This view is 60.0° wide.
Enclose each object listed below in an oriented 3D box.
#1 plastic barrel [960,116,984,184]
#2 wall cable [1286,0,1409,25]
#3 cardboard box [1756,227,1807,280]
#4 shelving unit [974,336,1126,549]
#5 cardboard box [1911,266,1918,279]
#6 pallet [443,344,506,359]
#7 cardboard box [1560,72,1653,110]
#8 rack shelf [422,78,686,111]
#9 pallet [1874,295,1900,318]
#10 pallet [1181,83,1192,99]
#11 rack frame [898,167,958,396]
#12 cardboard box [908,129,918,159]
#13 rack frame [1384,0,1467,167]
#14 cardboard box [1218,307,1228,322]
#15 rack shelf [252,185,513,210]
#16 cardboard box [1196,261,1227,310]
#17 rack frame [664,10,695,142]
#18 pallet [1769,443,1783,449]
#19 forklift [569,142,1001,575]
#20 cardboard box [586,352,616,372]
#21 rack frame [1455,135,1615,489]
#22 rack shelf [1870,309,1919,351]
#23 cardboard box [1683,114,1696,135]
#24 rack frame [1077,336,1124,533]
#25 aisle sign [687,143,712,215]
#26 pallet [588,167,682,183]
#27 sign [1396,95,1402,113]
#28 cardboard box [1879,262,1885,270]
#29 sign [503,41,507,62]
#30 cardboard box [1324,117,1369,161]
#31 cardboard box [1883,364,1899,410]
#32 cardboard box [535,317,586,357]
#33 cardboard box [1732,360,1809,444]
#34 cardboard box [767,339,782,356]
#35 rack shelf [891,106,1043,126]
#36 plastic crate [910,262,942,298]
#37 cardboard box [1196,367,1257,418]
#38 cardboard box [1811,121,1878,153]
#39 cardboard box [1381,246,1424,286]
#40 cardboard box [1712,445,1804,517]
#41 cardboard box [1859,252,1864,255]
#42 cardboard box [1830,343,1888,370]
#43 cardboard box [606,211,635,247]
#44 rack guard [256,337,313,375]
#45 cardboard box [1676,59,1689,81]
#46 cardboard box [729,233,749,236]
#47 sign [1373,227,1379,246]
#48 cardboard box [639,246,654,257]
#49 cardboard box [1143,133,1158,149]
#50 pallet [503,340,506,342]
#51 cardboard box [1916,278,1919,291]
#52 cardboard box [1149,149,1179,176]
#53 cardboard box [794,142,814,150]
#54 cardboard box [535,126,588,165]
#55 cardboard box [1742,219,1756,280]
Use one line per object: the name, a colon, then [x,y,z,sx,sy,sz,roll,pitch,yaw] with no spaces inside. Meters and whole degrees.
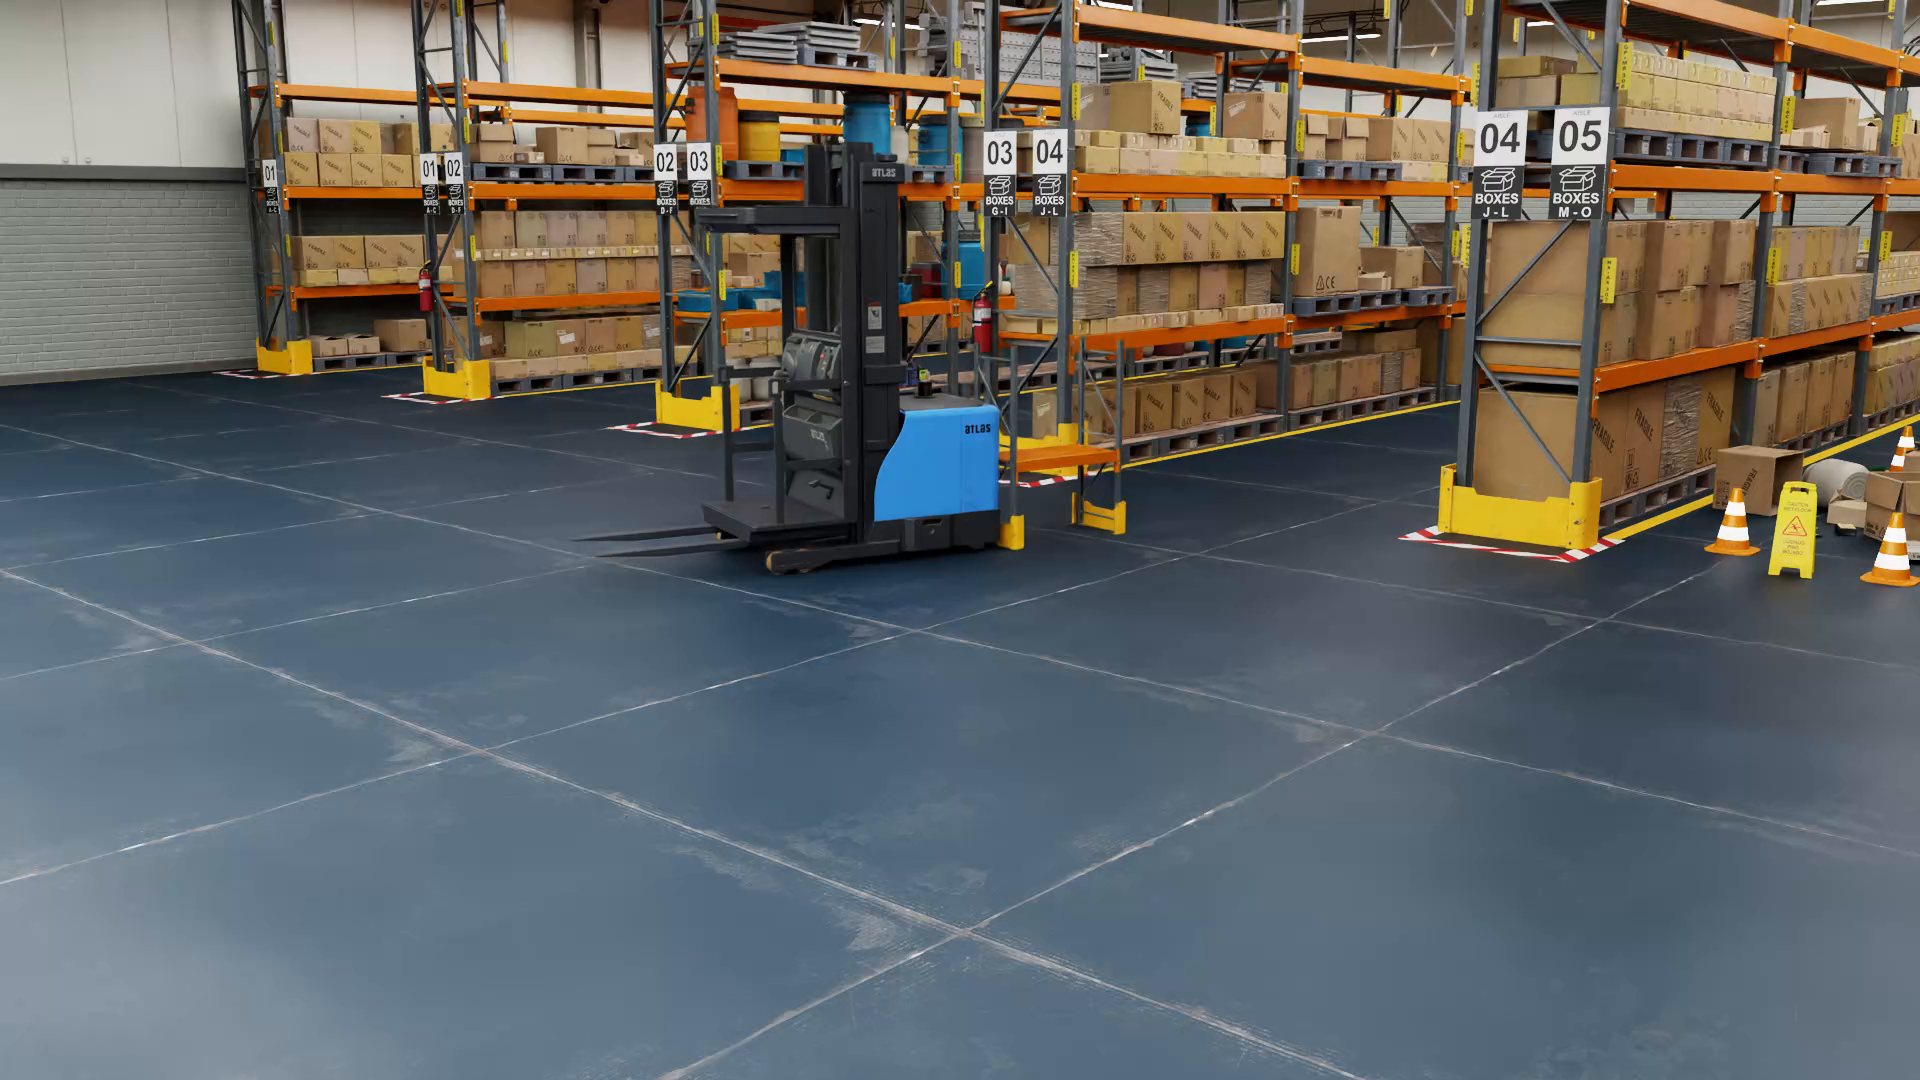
plastic barrel: [0.168,-5.299,22.644,0.600,0.901,0.600,0,11,0]
wall cable: [8.402,-12.592,36.200,3.097,2.526,0.112,10,15,40]
cardboard box: [7.939,-2.850,16.513,0.700,0.500,0.500,10,15,41]
shelving unit: [0.687,-0.771,12.744,1.083,1.500,0.587,-8,14,-34]
cardboard box: [11.242,-3.214,19.952,0.380,0.149,0.250,10,15,41]
pallet: [-8.295,-3.193,28.159,1.003,0.211,1.213,10,15,40]
cardboard box: [4.814,-3.334,12.383,0.500,0.250,0.500,10,15,40]
rack shelf: [-5.475,-6.123,23.248,1.077,0.370,4.000,10,15,40]
pallet: [9.974,-2.699,19.058,1.213,0.211,1.003,10,15,40]
pallet: [2.703,-6.727,24.918,1.213,0.211,1.003,10,15,40]
rack frame: [-0.436,-3.383,21.990,1.000,3.000,0.127,10,15,40]
cardboard box: [-0.885,-6.761,28.437,0.500,0.500,0.500,10,15,40]
rack frame: [5.925,-6.273,21.143,1.000,3.000,0.127,10,15,40]
cardboard box: [2.635,-2.414,17.782,0.380,0.149,0.250,10,15,40]
rack shelf: [-9.198,-5.488,26.707,1.077,0.370,4.000,10,15,40]
cardboard box: [2.330,-2.724,17.675,0.875,0.500,0.500,10,15,40]
rack frame: [-5.238,-8.194,30.762,1.000,3.000,0.127,10,15,40]
pallet: [7.396,-0.842,16.389,1.003,0.211,1.213,10,15,40]
forklift: [-1.242,-1.312,11.797,3.031,2.935,1.130,-6,13,-28]
cardboard box: [-5.283,-2.564,23.836,0.500,0.250,0.500,10,15,40]
rack frame: [4.303,-1.498,12.552,1.000,3.000,0.127,10,15,40]
rack shelf: [10.904,-2.616,19.989,1.077,0.370,4.000,10,15,40]
cardboard box: [5.603,-3.295,13.207,0.380,0.149,0.250,10,15,40]
rack frame: [1.095,-0.828,13.027,0.032,1.500,0.500,-8,14,-34]
aisle sign: [-2.904,-4.021,18.546,0.394,0.787,0.004,10,15,40]
pallet: [-4.698,-5.323,24.269,1.003,0.211,1.213,10,15,40]
sign: [7.909,-7.863,29.930,0.100,0.325,0.005,10,15,40]
cardboard box: [10.210,-3.132,18.785,0.380,0.149,0.250,9,15,39]
sign: [-7.483,-8.030,27.352,0.100,0.325,0.005,10,15,40]
cardboard box: [4.290,-4.665,19.416,0.797,0.503,0.637,11,15,43]
cardboard box: [10.572,-1.801,19.378,0.500,0.500,0.500,10,15,41]
cardboard box: [-5.625,-2.860,23.405,0.500,0.500,0.500,10,15,40]
cardboard box: [7.925,-1.434,16.902,1.050,0.750,0.750,10,15,40]
cardboard box: [-3.024,-3.060,26.323,0.500,0.250,0.500,9,15,39]
rack shelf: [-0.194,-7.300,29.141,1.077,0.370,4.000,10,15,40]
plastic crate: [-0.346,-3.525,22.539,0.402,0.464,0.583,10,15,40]
cardboard box: [2.990,-1.669,18.719,0.500,0.500,0.500,9,15,39]
cardboard box: [9.119,-4.165,17.145,0.500,0.311,0.500,10,15,40]
cardboard box: [5.598,-3.501,21.256,0.500,0.500,0.500,8,14,33]
cardboard box: [6.689,-0.501,13.936,0.500,0.500,0.500,-9,14,-38]
cardboard box: [10.933,-3.486,20.557,0.380,0.149,0.250,10,15,40]
cardboard box: [10.221,-2.093,18.927,0.500,0.250,0.500,9,14,38]
cardboard box: [-5.106,-4.495,23.990,0.700,0.500,0.500,10,15,40]
rack guard: [-10.468,-2.861,25.758,1.175,0.500,0.348,10,15,40]
cardboard box: [5.434,-3.649,12.942,0.380,0.149,0.250,9,15,39]
cardboard box: [-4.390,-5.937,31.799,0.500,0.250,0.500,9,15,40]
sign: [5.506,-3.970,21.974,0.100,0.325,0.005,10,15,40]
cardboard box: [-4.681,-4.210,24.218,0.380,0.149,0.250,10,15,40]
cardboard box: [1.714,-3.902,16.297,0.380,0.149,0.250,10,15,40]
pallet: [-7.365,-3.411,29.251,1.003,0.211,1.213,10,15,40]
cardboard box: [11.429,-3.109,20.188,0.380,0.149,0.250,9,14,38]
cardboard box: [1.822,-3.738,16.492,0.500,0.250,0.500,10,15,40]
cardboard box: [-3.277,-7.832,33.313,0.500,0.250,0.500,-11,16,-43]
cardboard box: [-5.493,-5.439,22.941,0.500,0.500,0.500,10,15,40]
cardboard box: [6.674,-2.640,15.129,0.875,0.550,0.550,10,15,40]
